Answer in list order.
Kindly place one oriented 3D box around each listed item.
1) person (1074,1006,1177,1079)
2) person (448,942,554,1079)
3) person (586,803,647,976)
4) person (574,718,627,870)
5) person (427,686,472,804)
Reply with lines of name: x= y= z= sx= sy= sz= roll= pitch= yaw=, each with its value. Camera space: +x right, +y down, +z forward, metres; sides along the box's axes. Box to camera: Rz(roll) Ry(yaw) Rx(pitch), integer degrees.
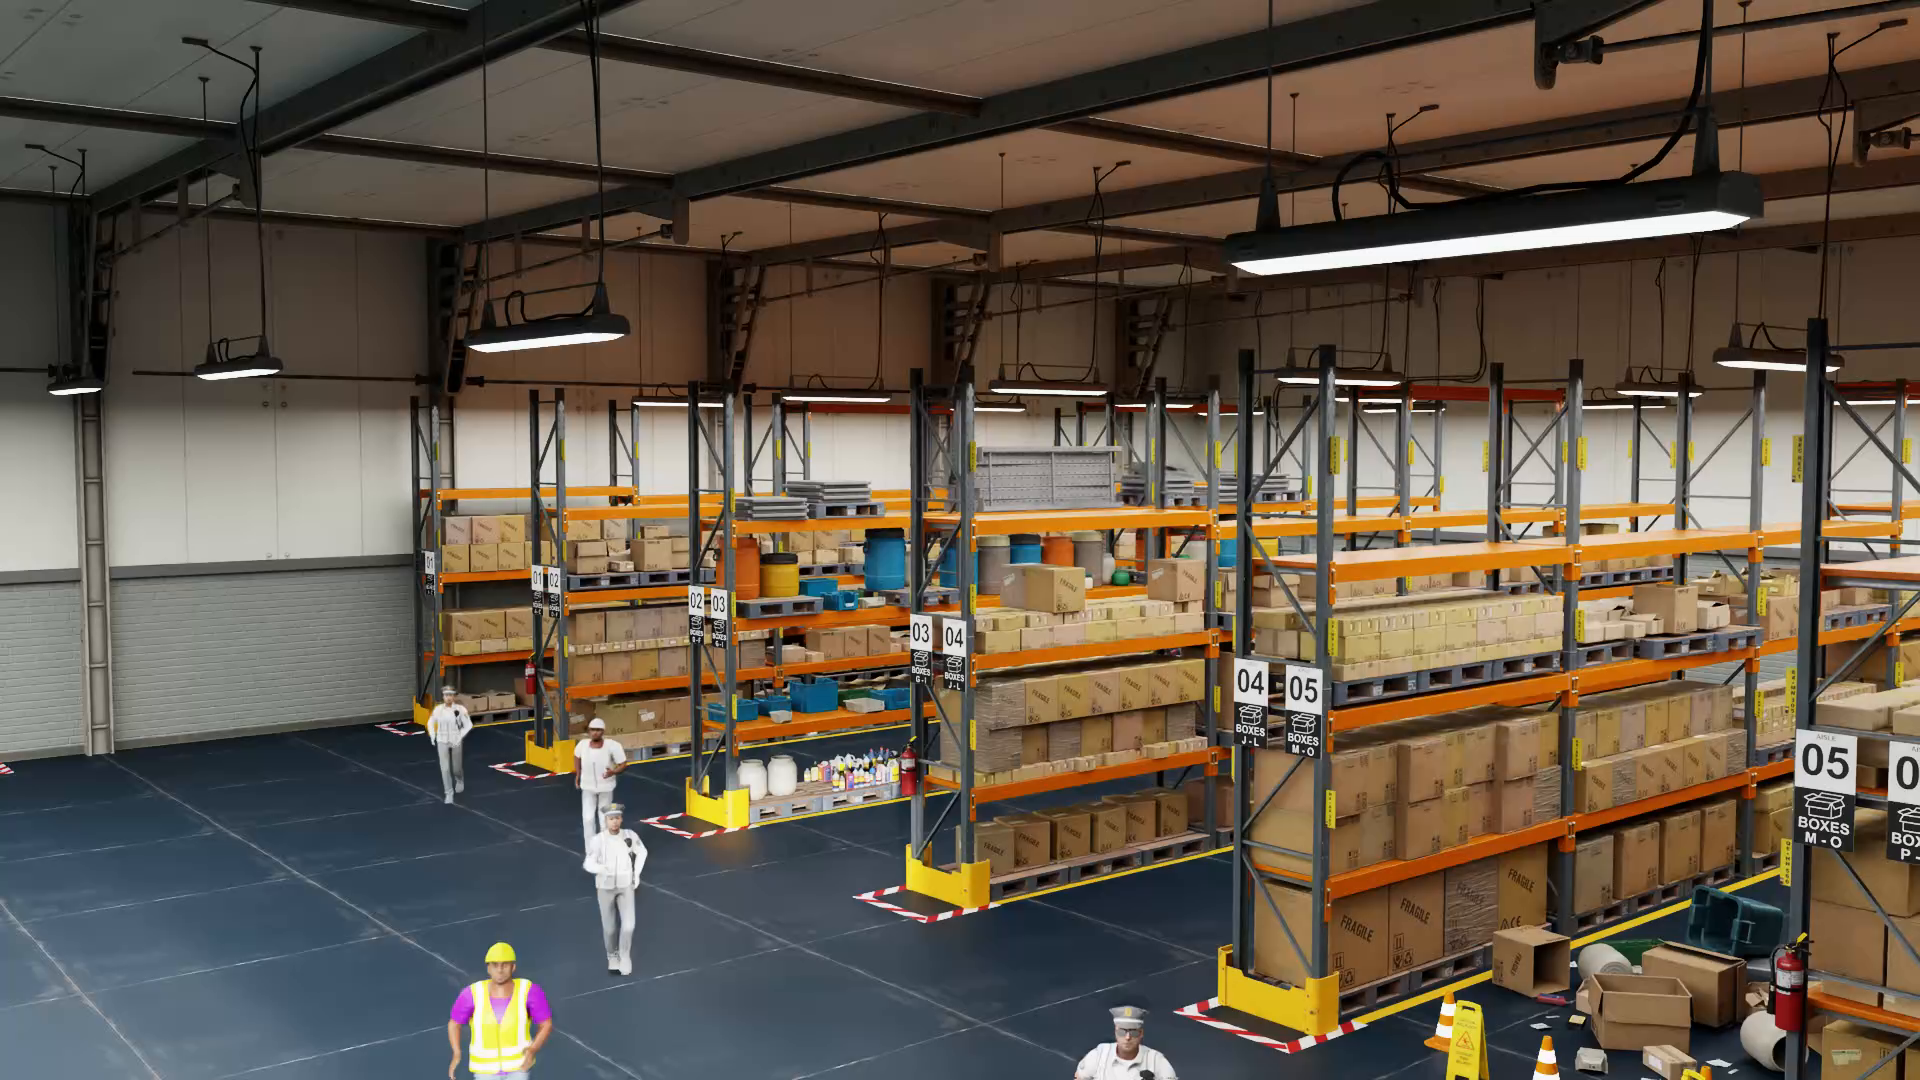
person: x=1.008 y=3.662 z=10.012 sx=0.661 sy=1.773 sz=0.984 roll=0 pitch=3 yaw=7
person: x=-3.169 y=3.633 z=11.471 sx=0.700 sy=1.724 sz=0.583 roll=-1 pitch=3 yaw=-14
person: x=-3.305 y=3.377 z=16.047 sx=0.596 sy=1.690 sz=0.614 roll=-1 pitch=3 yaw=-14
person: x=-4.424 y=3.083 z=20.428 sx=0.680 sy=1.822 sz=0.794 roll=0 pitch=3 yaw=-5
person: x=-7.345 y=2.916 z=23.919 sx=0.640 sy=1.675 sz=0.644 roll=-1 pitch=3 yaw=-10
